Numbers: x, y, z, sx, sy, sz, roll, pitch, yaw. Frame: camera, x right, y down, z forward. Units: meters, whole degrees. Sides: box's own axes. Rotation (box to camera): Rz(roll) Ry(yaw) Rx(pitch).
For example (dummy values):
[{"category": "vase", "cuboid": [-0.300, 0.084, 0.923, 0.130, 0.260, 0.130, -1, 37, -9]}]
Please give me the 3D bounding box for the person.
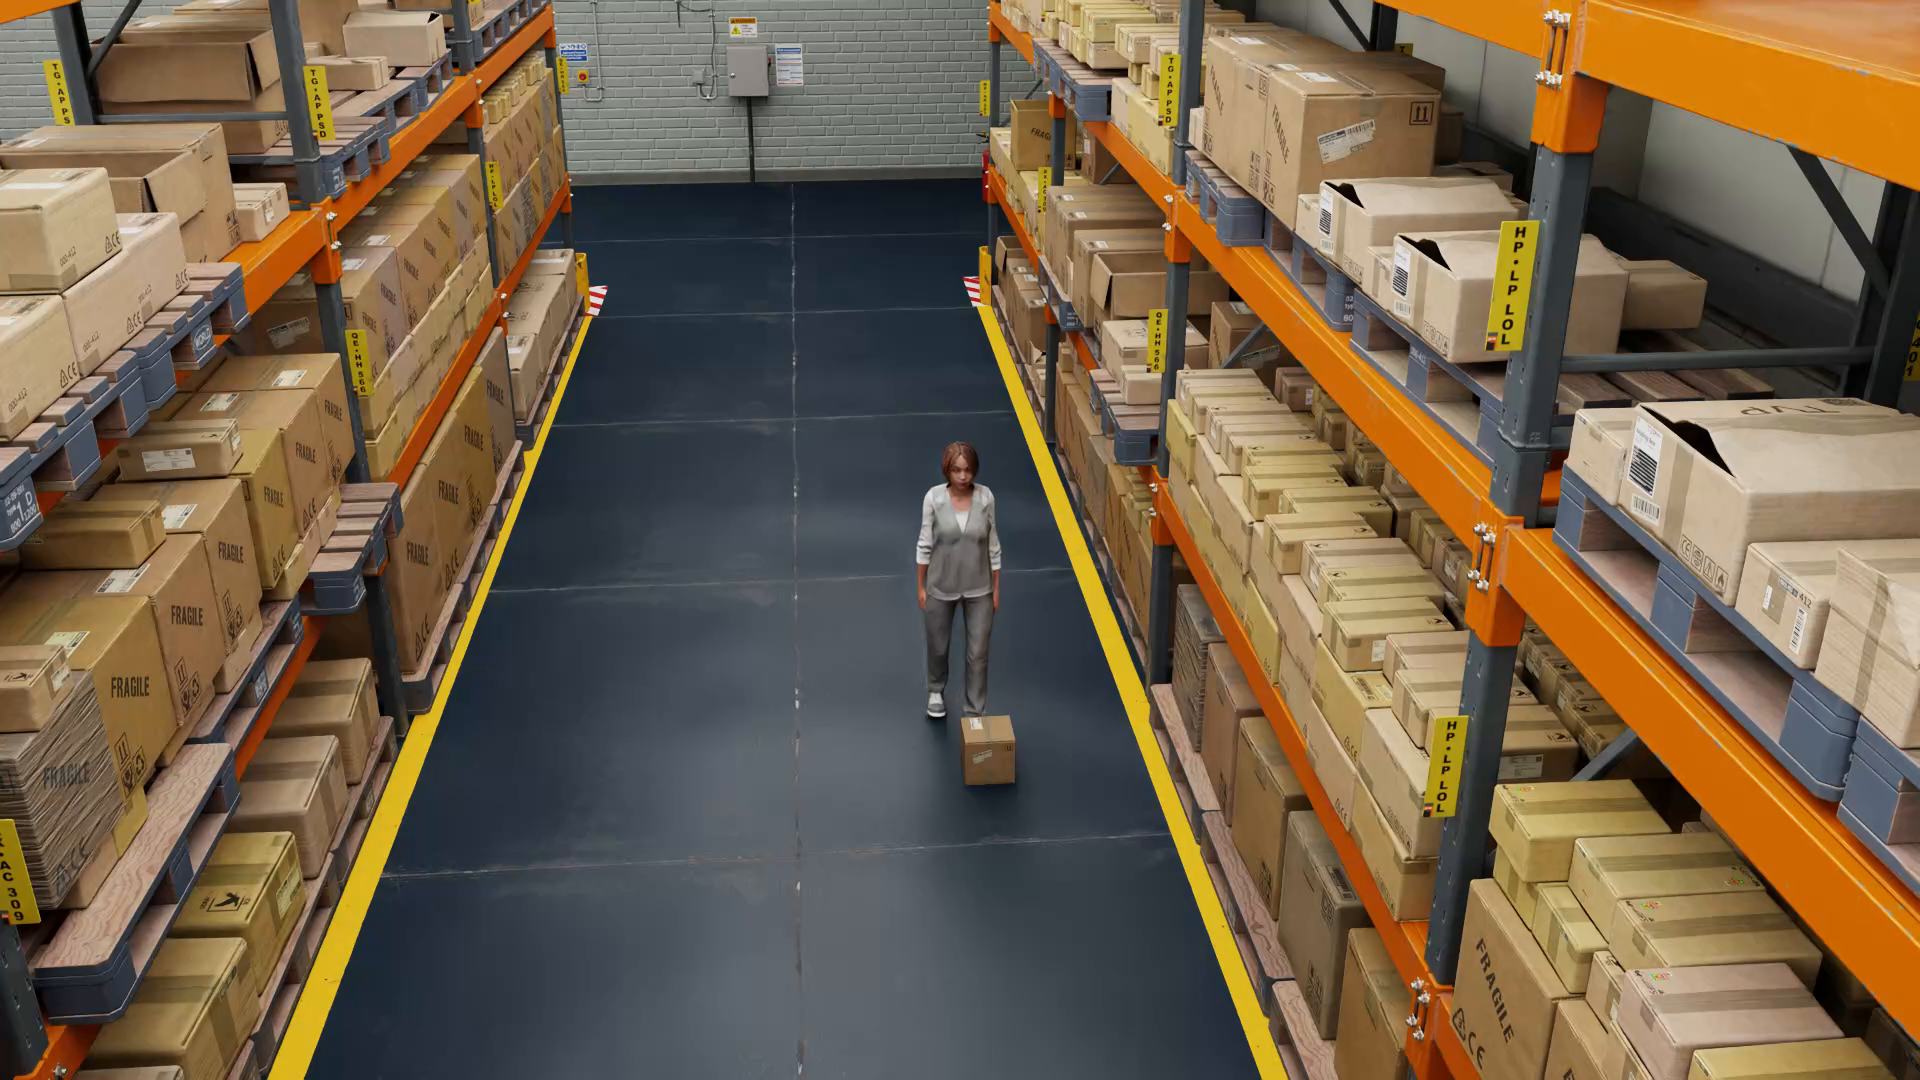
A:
[{"category": "person", "cuboid": [-0.002, 0.262, 8.506, 0.433, 1.592, 0.639, -2, 24, -5]}]
